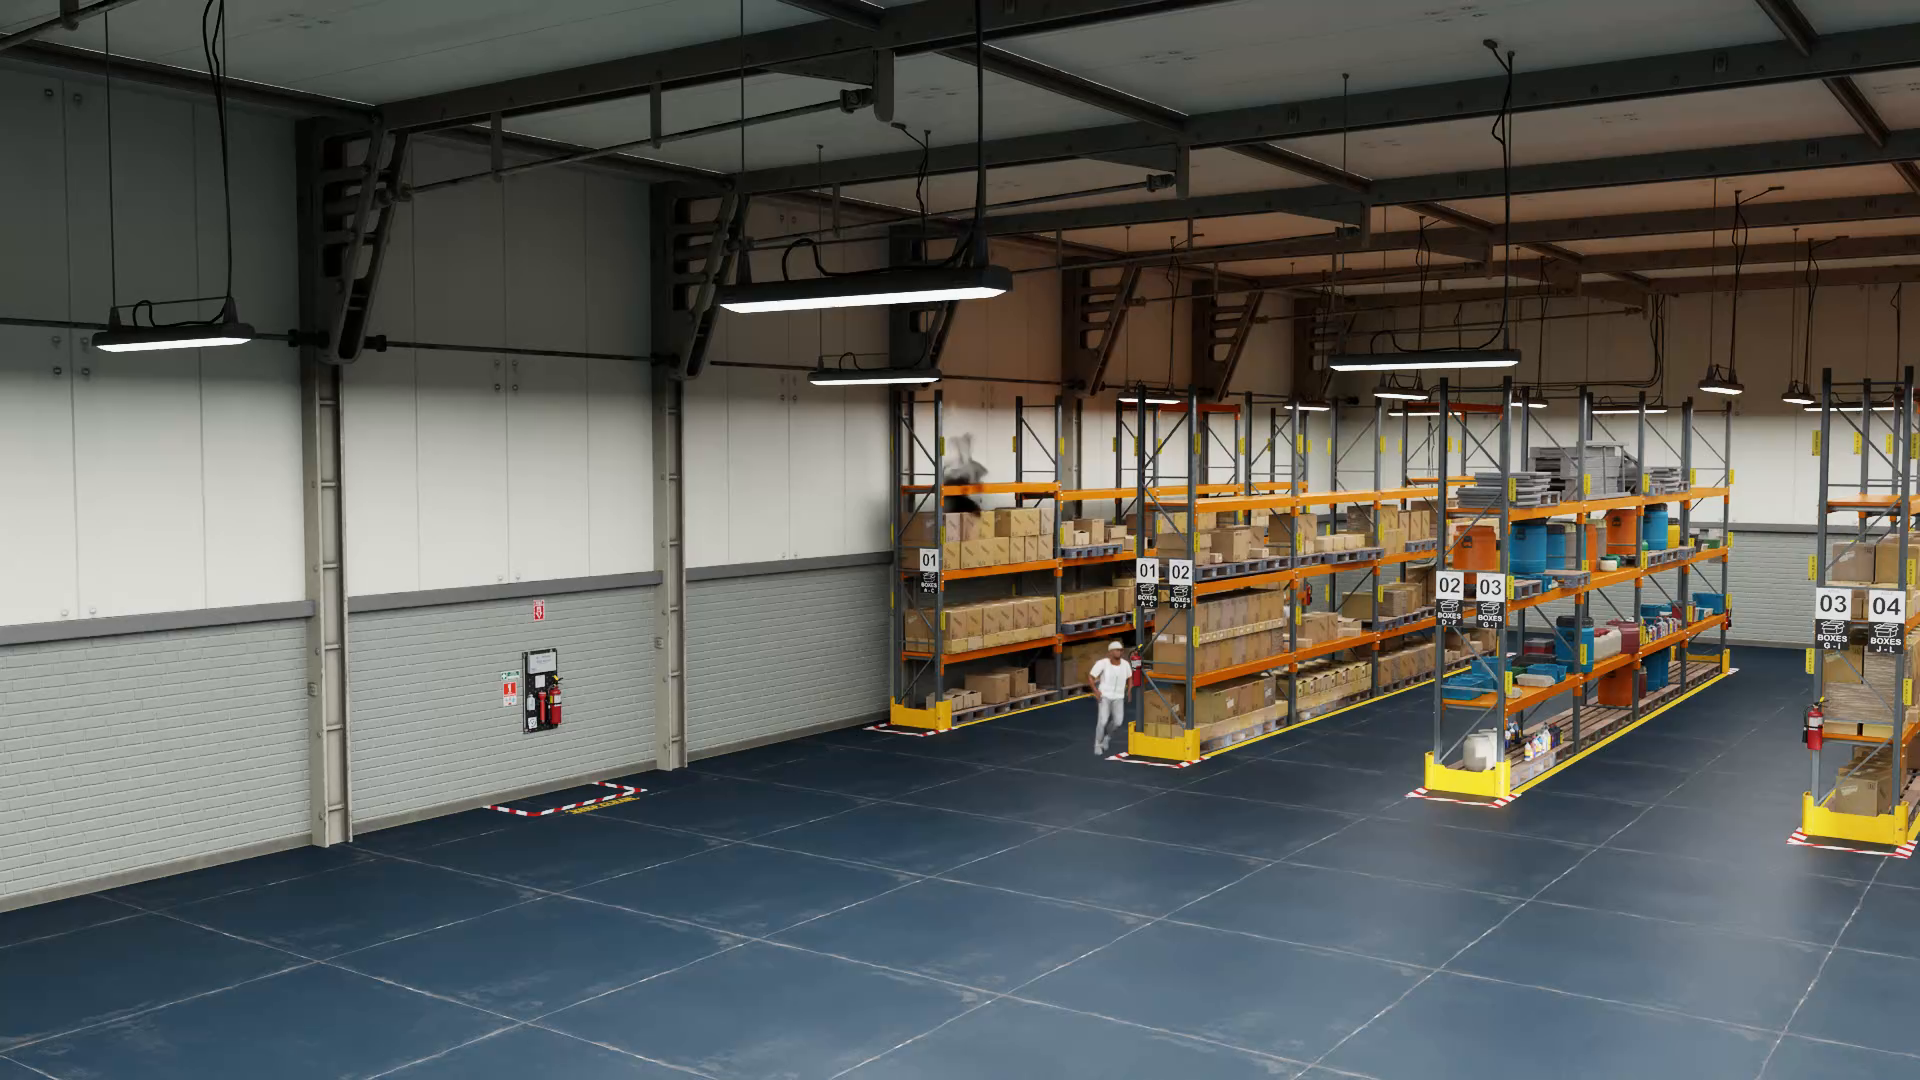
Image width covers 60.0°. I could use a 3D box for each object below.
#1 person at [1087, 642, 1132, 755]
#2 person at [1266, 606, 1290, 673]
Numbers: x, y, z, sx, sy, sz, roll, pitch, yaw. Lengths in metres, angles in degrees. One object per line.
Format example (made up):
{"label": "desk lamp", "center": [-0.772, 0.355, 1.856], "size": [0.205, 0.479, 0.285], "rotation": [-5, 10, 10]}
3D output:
{"label": "person", "center": [2.343, 2.429, 25.600], "size": [0.751, 1.733, 0.501], "rotation": [-1, 3, -13]}
{"label": "person", "center": [6.882, 2.067, 36.316], "size": [0.662, 1.844, 0.785], "rotation": [1, 4, 24]}
